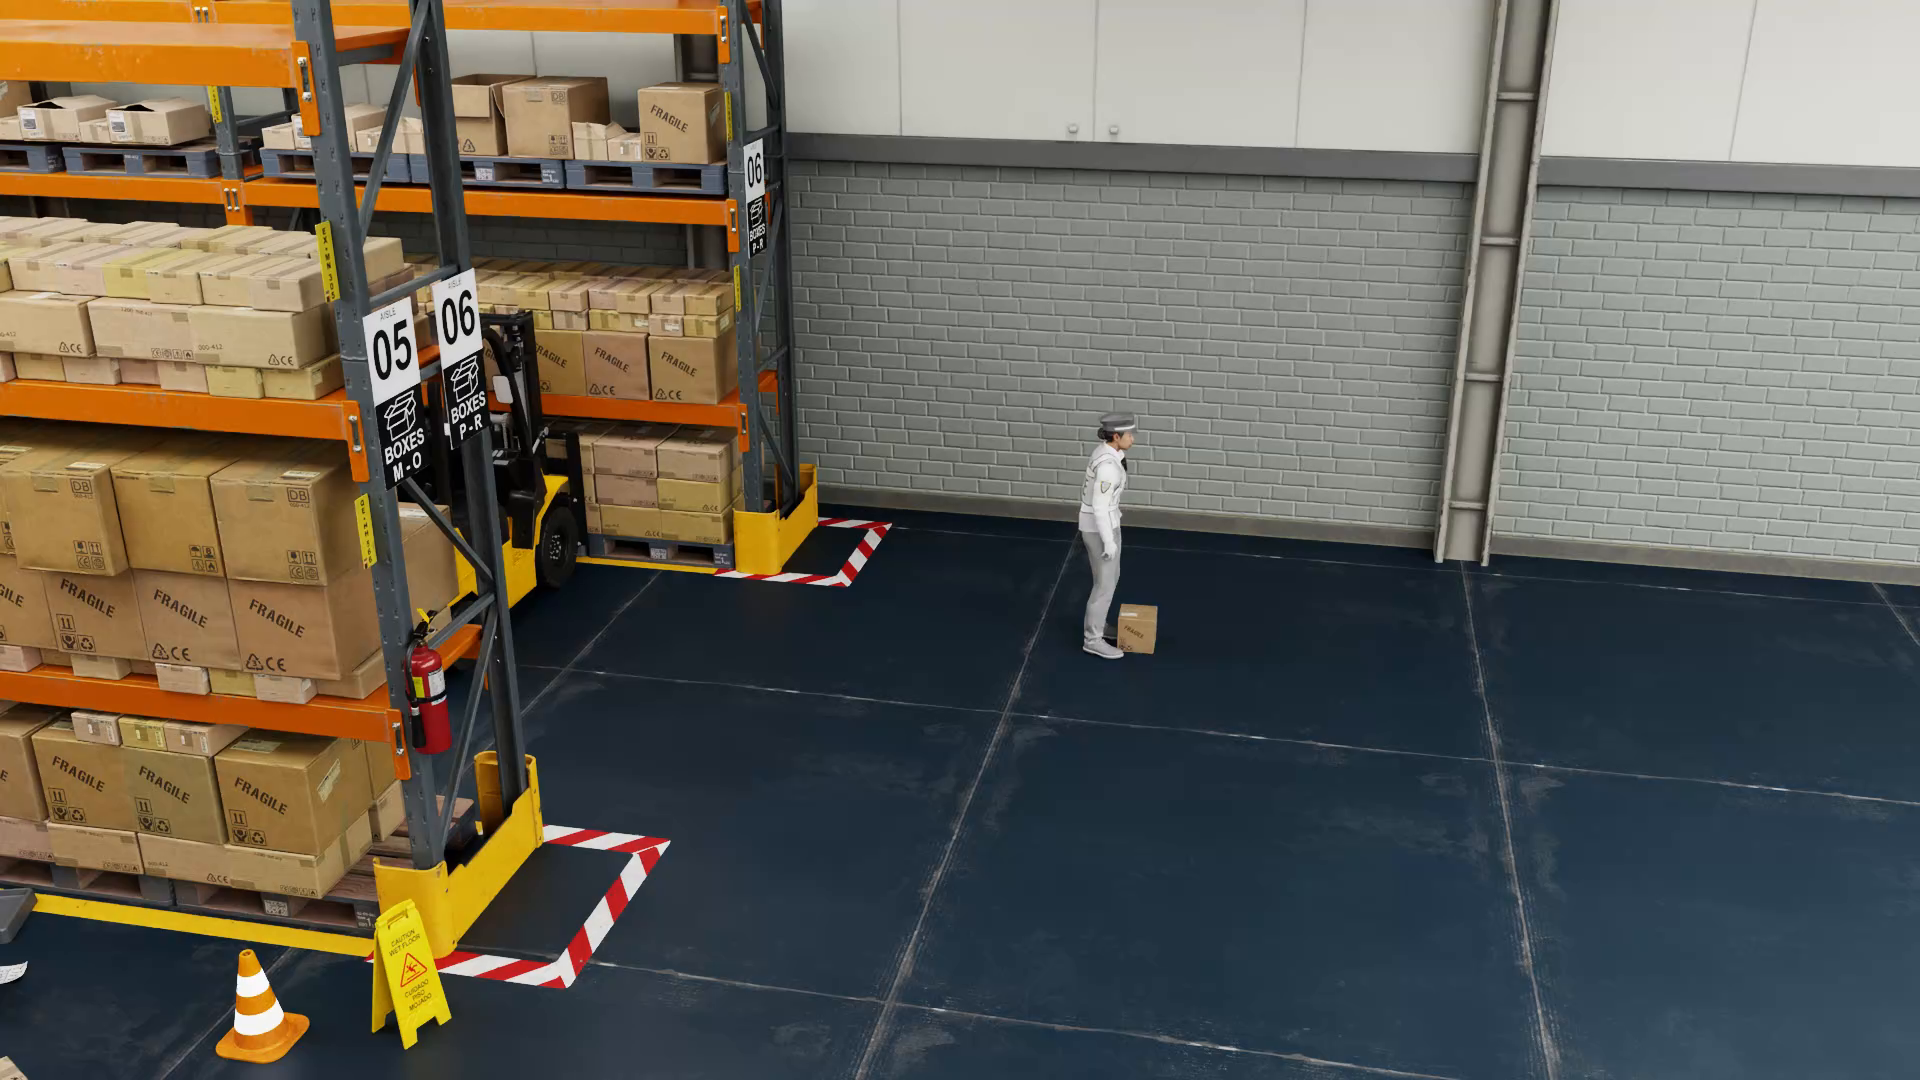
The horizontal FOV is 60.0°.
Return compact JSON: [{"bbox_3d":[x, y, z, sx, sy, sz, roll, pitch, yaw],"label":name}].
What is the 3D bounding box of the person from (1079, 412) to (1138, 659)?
[{"bbox_3d":[0.989,-0.064,11.241,0.373,1.665,0.542,4,22,9],"label":"person"}]
